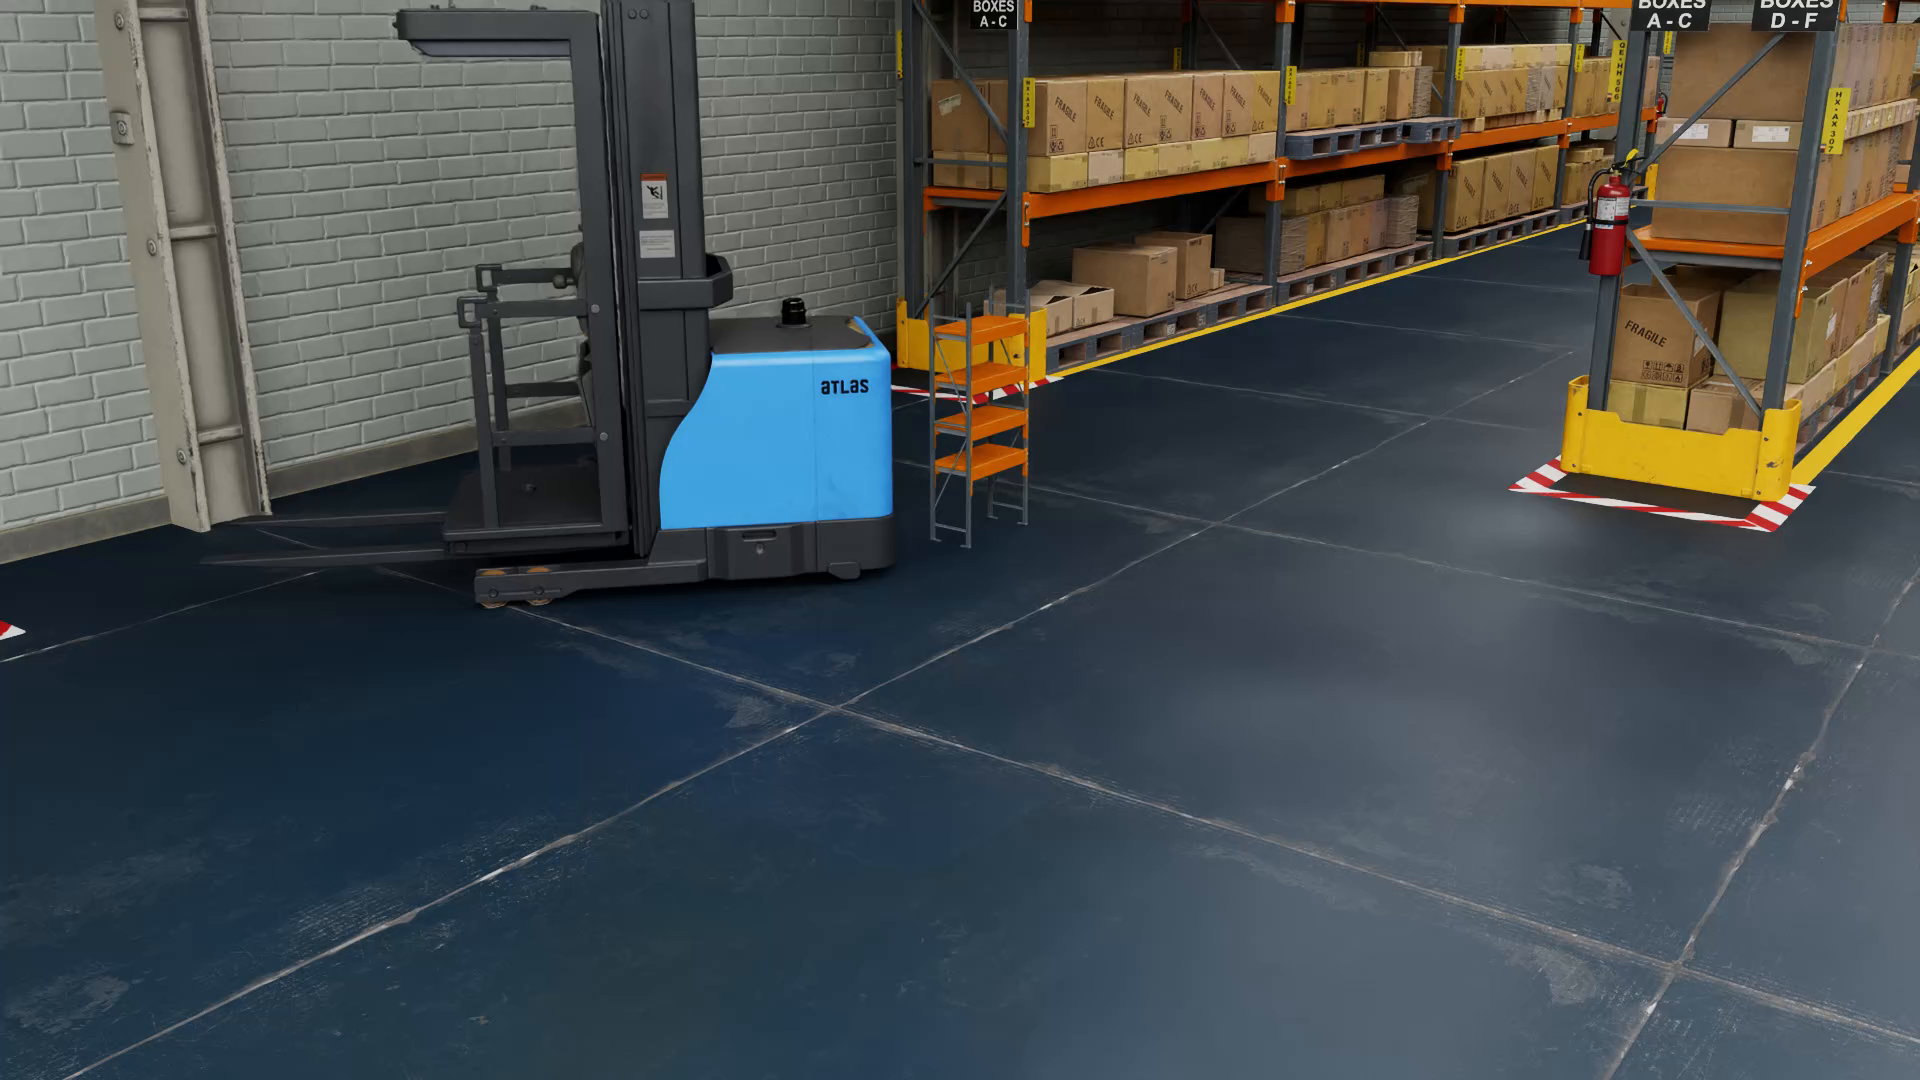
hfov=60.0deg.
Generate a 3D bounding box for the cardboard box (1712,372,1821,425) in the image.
[{"bbox_3d":[4.802,-0.875,9.931,0.500,0.250,0.500,12,21,35],"label":"cardboard box"}]

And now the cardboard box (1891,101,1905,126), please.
[{"bbox_3d":[6.099,-2.865,11.151,0.380,0.149,0.250,12,21,33],"label":"cardboard box"}]

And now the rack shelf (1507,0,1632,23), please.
[{"bbox_3d":[8.370,-7.077,22.131,1.077,0.370,4.000,12,21,35],"label":"rack shelf"}]

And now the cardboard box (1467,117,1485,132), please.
[{"bbox_3d":[5.561,-4.593,18.366,0.380,0.149,0.250,13,22,36],"label":"cardboard box"}]

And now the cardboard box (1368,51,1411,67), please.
[{"bbox_3d":[4.434,-4.960,17.154,0.380,0.149,0.250,9,19,26],"label":"cardboard box"}]

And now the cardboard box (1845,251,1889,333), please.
[{"bbox_3d":[5.984,-1.711,11.361,0.500,0.500,0.500,12,21,35],"label":"cardboard box"}]

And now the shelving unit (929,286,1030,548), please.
[{"bbox_3d":[0.099,-0.612,8.193,0.258,1.200,0.503,12,21,35],"label":"shelving unit"}]

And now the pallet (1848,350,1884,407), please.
[{"bbox_3d":[5.885,-1.218,11.811,1.003,0.211,1.213,12,21,35],"label":"pallet"}]

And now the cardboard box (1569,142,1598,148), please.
[{"bbox_3d":[8.688,-5.482,23.250,0.380,0.149,0.250,13,21,35],"label":"cardboard box"}]

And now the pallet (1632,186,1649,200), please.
[{"bbox_3d":[9.148,-4.929,23.759,1.003,0.211,1.213,12,21,35],"label":"pallet"}]

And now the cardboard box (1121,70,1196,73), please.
[{"bbox_3d":[1.653,-3.705,14.071,0.500,0.500,0.500,12,21,34],"label":"cardboard box"}]

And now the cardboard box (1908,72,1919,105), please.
[{"bbox_3d":[9.060,-4.103,15.521,0.700,0.500,0.500,5,18,16],"label":"cardboard box"}]

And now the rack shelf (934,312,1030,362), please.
[{"bbox_3d":[0.099,-0.988,8.076,0.258,0.148,0.480,12,21,35],"label":"rack shelf"}]

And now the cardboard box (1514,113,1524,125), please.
[{"bbox_3d":[6.412,-4.976,19.600,0.380,0.149,0.250,12,21,33],"label":"cardboard box"}]

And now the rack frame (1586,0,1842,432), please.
[{"bbox_3d":[4.009,-1.779,8.915,1.000,3.000,0.127,12,21,35],"label":"rack frame"}]

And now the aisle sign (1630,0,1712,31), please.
[{"bbox_3d":[3.734,-3.057,8.647,0.394,0.787,0.004,12,21,35],"label":"aisle sign"}]

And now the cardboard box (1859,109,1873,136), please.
[{"bbox_3d":[5.332,-2.558,10.161,0.380,0.149,0.250,13,21,35],"label":"cardboard box"}]

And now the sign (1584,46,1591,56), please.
[{"bbox_3d":[9.120,-7.015,24.183,0.100,0.325,0.005,12,21,35],"label":"sign"}]

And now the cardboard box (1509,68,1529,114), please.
[{"bbox_3d":[6.210,-5.195,19.212,0.500,0.500,0.500,13,22,36],"label":"cardboard box"}]

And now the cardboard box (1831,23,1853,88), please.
[{"bbox_3d":[4.638,-2.694,9.506,0.700,0.500,0.500,12,21,33],"label":"cardboard box"}]

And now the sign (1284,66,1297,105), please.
[{"bbox_3d":[2.852,-3.926,14.368,0.100,0.325,0.005,12,21,35],"label":"sign"}]

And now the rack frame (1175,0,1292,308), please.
[{"bbox_3d":[2.412,-3.606,14.799,1.000,3.000,0.127,12,21,35],"label":"rack frame"}]

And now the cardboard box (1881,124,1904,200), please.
[{"bbox_3d":[6.133,-2.673,11.625,0.700,0.500,0.500,12,21,33],"label":"cardboard box"}]

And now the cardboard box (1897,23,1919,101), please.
[{"bbox_3d":[6.133,-3.292,11.432,0.700,0.500,0.500,13,21,35],"label":"cardboard box"}]

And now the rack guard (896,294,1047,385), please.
[{"bbox_3d":[0.074,-1.478,12.160,1.175,0.500,0.348,12,21,35],"label":"rack guard"}]

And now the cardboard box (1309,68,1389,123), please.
[{"bbox_3d":[3.799,-4.403,16.453,0.700,0.500,0.500,12,21,35],"label":"cardboard box"}]

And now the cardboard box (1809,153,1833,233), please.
[{"bbox_3d":[4.607,-2.062,9.657,0.700,0.500,0.500,13,22,36],"label":"cardboard box"}]

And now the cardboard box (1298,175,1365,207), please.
[{"bbox_3d":[3.716,-3.505,16.681,0.500,0.250,0.500,12,21,34],"label":"cardboard box"}]

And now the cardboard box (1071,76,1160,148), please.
[{"bbox_3d":[1.170,-3.248,12.601,0.500,0.500,0.500,12,21,33],"label":"cardboard box"}]

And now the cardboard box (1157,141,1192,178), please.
[{"bbox_3d":[1.483,-3.018,13.124,0.500,0.250,0.500,13,21,35],"label":"cardboard box"}]

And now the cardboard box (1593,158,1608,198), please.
[{"bbox_3d":[8.316,-4.920,22.535,0.700,0.500,0.500,13,21,36],"label":"cardboard box"}]

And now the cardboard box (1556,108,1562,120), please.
[{"bbox_3d":[7.204,-5.271,20.549,0.380,0.149,0.250,13,21,35],"label":"cardboard box"}]

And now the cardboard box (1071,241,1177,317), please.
[{"bbox_3d":[1.330,-2.121,13.488,0.700,0.500,0.500,11,20,31],"label":"cardboard box"}]

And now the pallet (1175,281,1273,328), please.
[{"bbox_3d":[2.040,-2.109,14.678,1.003,0.211,1.213,12,21,35],"label":"pallet"}]

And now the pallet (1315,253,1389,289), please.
[{"bbox_3d":[3.601,-2.752,16.750,1.003,0.211,1.213,12,21,35],"label":"pallet"}]

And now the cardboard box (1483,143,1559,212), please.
[{"bbox_3d":[6.896,-4.508,20.619,0.750,0.750,0.750,13,21,35],"label":"cardboard box"}]

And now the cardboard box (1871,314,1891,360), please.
[{"bbox_3d":[6.292,-1.470,11.849,0.500,0.250,0.500,12,21,35],"label":"cardboard box"}]

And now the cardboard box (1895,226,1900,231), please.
[{"bbox_3d":[8.228,-2.767,15.079,0.500,0.311,0.500,13,22,37],"label":"cardboard box"}]

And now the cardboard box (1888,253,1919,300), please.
[{"bbox_3d":[7.141,-2.060,12.802,0.500,0.311,0.500,12,21,34],"label":"cardboard box"}]

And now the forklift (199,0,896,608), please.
[{"bbox_3d":[-1.864,-1.271,7.394,3.031,2.935,1.130,-3,18,-11],"label":"forklift"}]

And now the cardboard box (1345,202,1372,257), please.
[{"bbox_3d":[3.734,-3.169,16.865,0.700,0.500,0.500,12,21,34],"label":"cardboard box"}]

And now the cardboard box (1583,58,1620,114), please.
[{"bbox_3d":[8.380,-6.129,22.418,0.980,0.700,0.700,11,20,32],"label":"cardboard box"}]

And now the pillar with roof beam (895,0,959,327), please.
[{"bbox_3d":[3.208,-5.078,9.421,9.100,9.000,0.400,12,21,35],"label":"pillar with roof beam"}]

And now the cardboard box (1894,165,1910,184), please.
[{"bbox_3d":[7.085,-2.787,12.584,0.380,0.149,0.250,12,21,35],"label":"cardboard box"}]

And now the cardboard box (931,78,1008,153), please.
[{"bbox_3d":[0.139,-3.100,12.122,0.500,0.500,0.500,12,21,34],"label":"cardboard box"}]

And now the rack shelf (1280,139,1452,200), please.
[{"bbox_3d":[3.603,-3.739,16.440,1.077,0.370,4.000,12,21,35],"label":"rack shelf"}]

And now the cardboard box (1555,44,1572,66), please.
[{"bbox_3d":[7.106,-5.913,20.258,0.500,0.250,0.500,13,22,36],"label":"cardboard box"}]
